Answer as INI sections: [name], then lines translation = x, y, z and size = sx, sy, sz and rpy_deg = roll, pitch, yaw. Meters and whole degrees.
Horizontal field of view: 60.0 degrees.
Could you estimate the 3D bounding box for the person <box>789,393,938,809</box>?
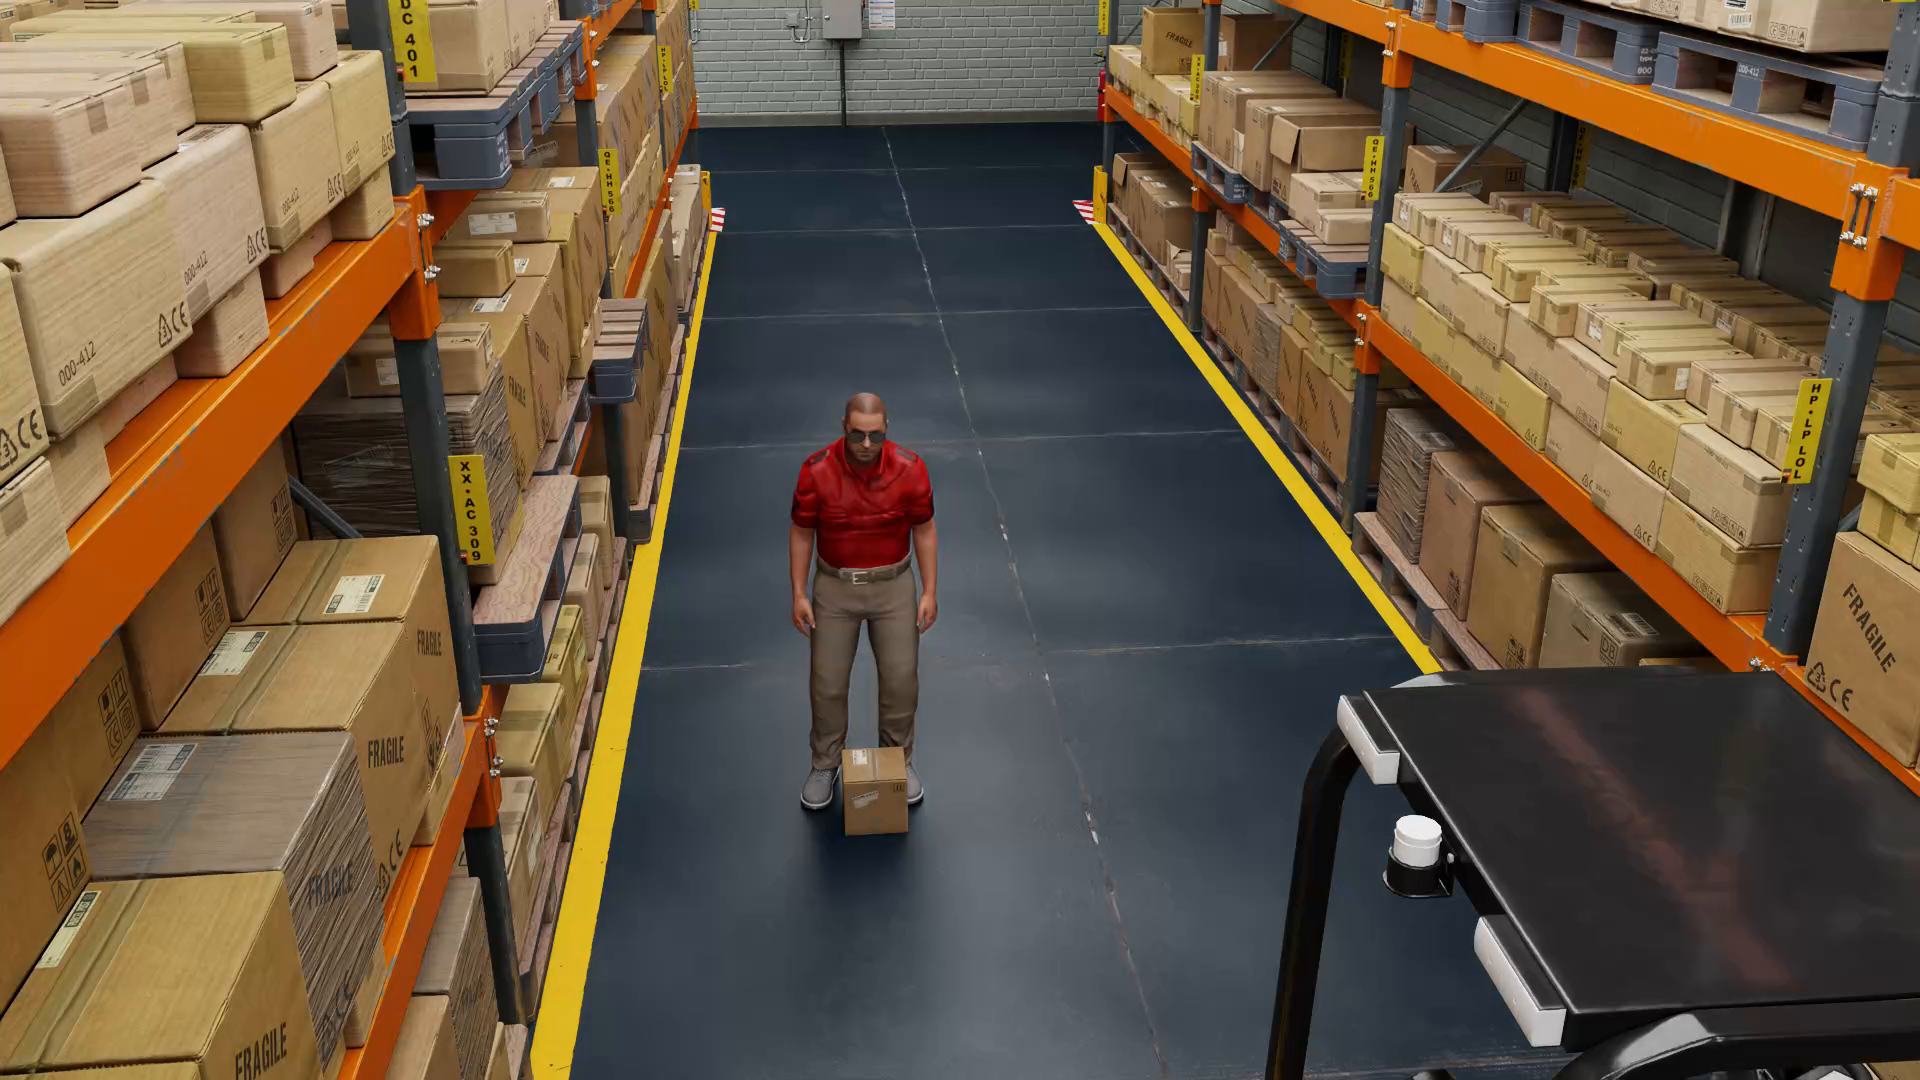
[person]
translation = -0.378, 0.227, 6.595
size = 0.586, 1.727, 0.393
rpy_deg = -2, 24, -5
